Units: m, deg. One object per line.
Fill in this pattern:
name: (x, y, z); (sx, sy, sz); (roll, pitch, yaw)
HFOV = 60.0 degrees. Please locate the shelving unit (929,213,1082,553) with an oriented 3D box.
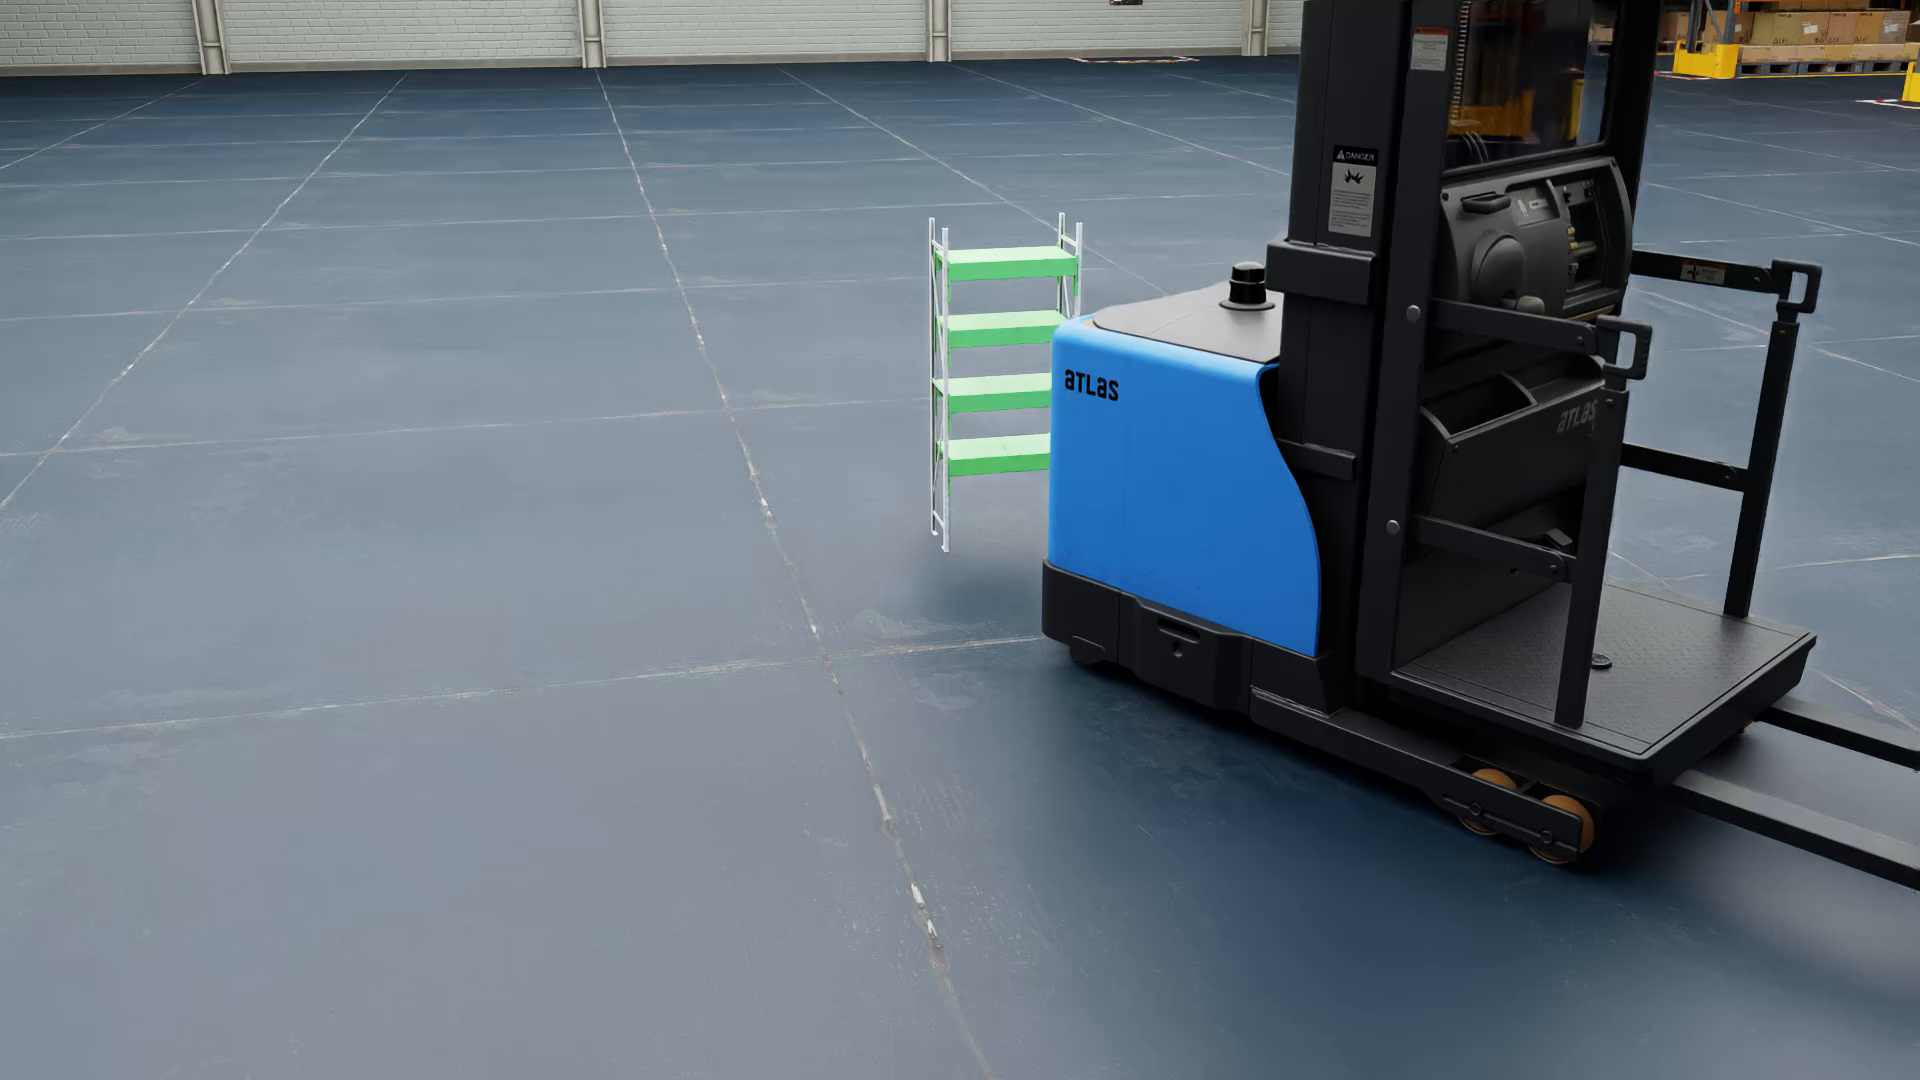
shelving unit: (0.161, -0.576, 6.144); (0.503, 1.200, 0.258); (-5, 21, -12)

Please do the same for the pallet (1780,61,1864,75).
pallet: (13.876, -7.743, 27.145); (1.213, 0.211, 1.003); (-5, 21, -12)

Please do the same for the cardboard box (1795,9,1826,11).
cardboard box: (13.867, -8.406, 27.198); (0.500, 0.500, 0.500); (-5, 21, -12)

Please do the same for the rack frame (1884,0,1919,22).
rack frame: (18.599, -11.174, 32.456); (0.127, 3.000, 1.000); (-5, 21, -12)

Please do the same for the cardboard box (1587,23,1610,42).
cardboard box: (12.062, -9.554, 31.305); (0.500, 0.311, 0.500); (-3, 20, -8)

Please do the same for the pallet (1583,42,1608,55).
pallet: (11.686, -9.289, 31.367); (1.213, 0.211, 1.003); (-5, 21, -12)

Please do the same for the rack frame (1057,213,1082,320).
rack frame: (0.399, -0.596, 6.197); (0.015, 1.200, 0.240); (-5, 21, -12)

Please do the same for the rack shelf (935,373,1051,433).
rack shelf: (0.161, -0.516, 6.166); (0.480, 0.148, 0.258); (-5, 21, -12)

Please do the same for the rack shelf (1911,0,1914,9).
rack shelf: (17.796, -9.020, 27.622); (4.000, 0.370, 1.077); (-5, 21, -12)

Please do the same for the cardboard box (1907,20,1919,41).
cardboard box: (16.178, -8.497, 27.720); (0.500, 0.311, 0.500); (-5, 21, -12)

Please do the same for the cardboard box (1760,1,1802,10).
cardboard box: (15.846, -10.342, 32.090); (0.500, 0.250, 0.500); (-5, 21, -14)

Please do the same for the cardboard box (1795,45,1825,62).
cardboard box: (13.502, -7.837, 26.734); (0.500, 0.250, 0.500); (-5, 21, -12)

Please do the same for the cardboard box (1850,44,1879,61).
cardboard box: (14.476, -7.915, 26.947); (0.500, 0.250, 0.500); (-5, 21, -12)

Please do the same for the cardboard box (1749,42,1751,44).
cardboard box: (12.895, -7.974, 27.108); (0.500, 0.250, 0.500); (-5, 21, -12)

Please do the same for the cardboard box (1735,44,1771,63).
cardboard box: (12.530, -7.757, 26.515); (0.500, 0.250, 0.500); (-5, 21, -12)

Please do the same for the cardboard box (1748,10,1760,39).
cardboard box: (15.418, -9.954, 32.121); (0.500, 0.500, 0.700); (-4, 20, -11)

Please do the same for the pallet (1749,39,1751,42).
pallet: (15.463, -9.610, 32.241); (1.213, 0.211, 1.003); (-5, 21, -12)

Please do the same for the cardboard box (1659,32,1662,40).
cardboard box: (13.145, -9.605, 31.680); (0.250, 0.149, 0.380); (-6, 21, -17)

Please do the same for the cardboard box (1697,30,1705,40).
cardboard box: (14.192, -9.681, 31.861); (0.250, 0.166, 0.380); (-7, 21, -20)

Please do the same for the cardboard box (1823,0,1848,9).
cardboard box: (16.841, -10.418, 32.297); (0.500, 0.250, 0.500); (-5, 21, -13)

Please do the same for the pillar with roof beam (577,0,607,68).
pillar with roof beam: (-5.231, -10.837, 22.815); (0.400, 9.000, 9.100); (-5, 21, -12)

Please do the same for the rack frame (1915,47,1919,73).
rack frame: (13.093, -7.224, 21.675); (0.127, 3.000, 1.000); (-5, 21, -12)

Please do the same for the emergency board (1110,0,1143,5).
emergency board: (3.030, -10.233, 29.889); (0.626, 1.169, 0.157); (-5, 21, -12)

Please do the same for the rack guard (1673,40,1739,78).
rack guard: (11.934, -7.707, 26.627); (0.348, 0.500, 1.175); (-5, 21, -12)

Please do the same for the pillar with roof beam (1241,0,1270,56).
pillar with roof beam: (6.447, -11.786, 25.407); (0.400, 9.000, 9.100); (-5, 21, -12)

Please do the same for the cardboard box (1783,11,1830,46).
cardboard box: (13.500, -8.193, 26.616); (0.500, 0.500, 0.500); (-5, 21, -12)

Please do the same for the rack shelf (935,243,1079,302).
rack shelf: (0.161, -0.967, 6.001); (0.480, 0.148, 0.258); (-5, 21, -12)

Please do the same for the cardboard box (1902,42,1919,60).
cardboard box: (15.449, -7.995, 27.167); (0.500, 0.250, 0.500); (-5, 21, -12)

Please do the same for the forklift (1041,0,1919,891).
forklift: (1.648, -0.773, 4.165); (1.130, 2.935, 3.031); (-18, 27, -41)

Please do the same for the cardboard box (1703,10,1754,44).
cardboard box: (12.410, -8.283, 26.862); (0.500, 0.500, 0.500); (-5, 21, -12)

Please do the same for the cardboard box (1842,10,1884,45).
cardboard box: (14.474, -8.271, 26.829); (0.500, 0.500, 0.500); (-5, 21, -12)
